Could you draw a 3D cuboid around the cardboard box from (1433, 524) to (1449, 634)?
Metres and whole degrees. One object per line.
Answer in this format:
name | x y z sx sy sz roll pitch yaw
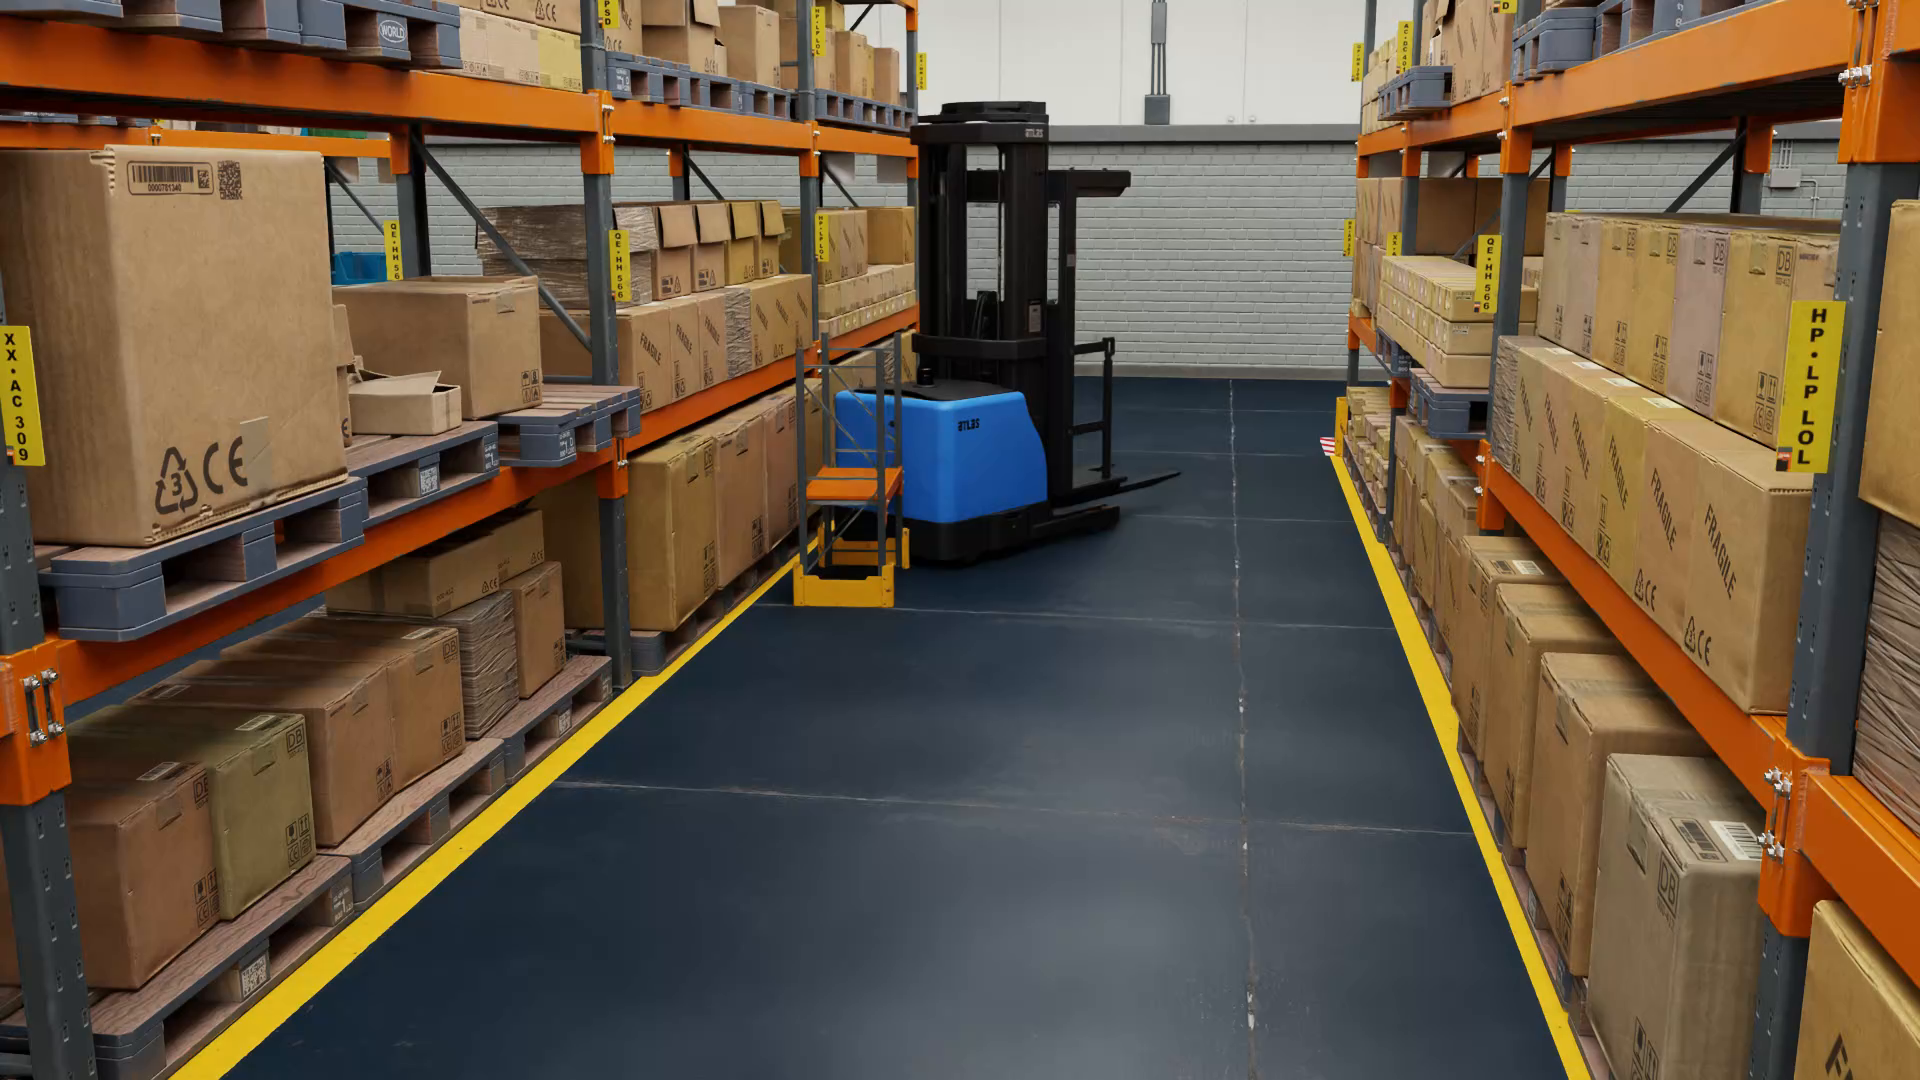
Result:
cardboard box | 2.694 0.185 8.453 0.500 0.500 0.500 2 12 11

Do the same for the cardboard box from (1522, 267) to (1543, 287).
cardboard box | 3.313 -1.423 9.165 0.380 0.149 0.250 1 12 6

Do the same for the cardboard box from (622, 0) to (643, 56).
cardboard box | -2.049 -2.793 8.977 0.500 0.500 0.500 3 12 12

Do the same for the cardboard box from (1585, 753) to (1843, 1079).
cardboard box | 2.159 1.016 4.000 1.050 0.750 0.750 2 12 8

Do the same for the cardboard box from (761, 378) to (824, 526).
cardboard box | -1.581 -0.626 11.323 1.225 0.875 0.875 2 12 9

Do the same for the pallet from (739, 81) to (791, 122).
pallet | -1.594 -2.773 10.576 0.805 0.209 1.217 1 12 6

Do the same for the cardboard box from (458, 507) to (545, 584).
cardboard box | -2.191 0.020 7.388 0.500 0.250 0.500 2 12 11

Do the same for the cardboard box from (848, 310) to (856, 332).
cardboard box | -1.009 -1.685 12.790 0.380 0.149 0.250 2 12 7

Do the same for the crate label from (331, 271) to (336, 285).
crate label | -6.144 -2.493 16.196 0.416 0.233 0.303 2 12 9

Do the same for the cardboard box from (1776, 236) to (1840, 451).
cardboard box | 2.223 -0.387 3.559 0.700 0.500 0.500 2 12 8

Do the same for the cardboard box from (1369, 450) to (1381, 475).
cardboard box | 3.171 -0.557 12.023 0.380 0.149 0.250 1 12 7

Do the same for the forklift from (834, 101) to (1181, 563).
forklift | 0.488 -1.539 11.679 1.130 2.935 3.031 10 16 39

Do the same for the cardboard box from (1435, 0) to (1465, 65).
cardboard box | 3.016 -2.816 9.078 0.797 0.503 0.637 2 12 8

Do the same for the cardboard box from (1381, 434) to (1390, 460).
cardboard box | 3.181 -0.651 11.751 0.380 0.149 0.250 2 12 9

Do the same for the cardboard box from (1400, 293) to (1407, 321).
cardboard box | 2.671 -1.299 9.293 0.380 0.149 0.250 2 12 8

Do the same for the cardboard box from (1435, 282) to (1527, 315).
cardboard box | 2.431 -1.121 7.762 0.380 0.149 0.250 2 12 8

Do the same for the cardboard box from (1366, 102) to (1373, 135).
cardboard box | 3.591 -3.442 13.582 0.500 0.250 0.500 2 12 10

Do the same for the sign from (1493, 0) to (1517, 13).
sign | 2.232 -2.316 6.771 0.100 0.325 0.005 2 12 9

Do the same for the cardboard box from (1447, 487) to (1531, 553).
cardboard box | 2.614 -0.079 7.898 0.500 0.250 0.500 2 12 7

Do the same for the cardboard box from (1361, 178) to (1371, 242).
cardboard box | 3.494 -2.629 13.257 0.500 0.500 0.500 2 12 7

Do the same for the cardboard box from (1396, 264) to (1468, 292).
cardboard box | 2.710 -1.501 9.524 0.380 0.149 0.250 2 12 8

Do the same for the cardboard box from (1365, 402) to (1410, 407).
cardboard box | 3.485 -1.027 13.497 0.380 0.149 0.250 2 12 11

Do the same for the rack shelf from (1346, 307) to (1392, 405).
rack shelf | 3.691 -1.476 12.929 1.077 0.370 4.000 2 12 9

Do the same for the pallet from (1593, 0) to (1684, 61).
pallet | 2.552 -1.584 5.051 1.003 0.211 1.213 2 12 11

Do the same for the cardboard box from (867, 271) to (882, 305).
cardboard box | -0.932 -2.068 13.620 0.500 0.250 0.500 2 12 9

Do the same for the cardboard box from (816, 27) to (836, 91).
cardboard box | -1.354 -3.639 12.667 0.700 0.500 0.500 3 12 12

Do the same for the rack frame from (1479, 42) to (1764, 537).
rack frame | 2.768 -0.579 7.058 1.000 3.000 0.127 2 12 9

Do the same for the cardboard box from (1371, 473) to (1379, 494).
cardboard box | 3.206 -0.424 12.111 0.380 0.149 0.250 1 12 7

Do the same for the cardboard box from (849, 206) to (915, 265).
cardboard box | -0.702 -2.754 15.024 0.500 0.500 0.500 2 12 9

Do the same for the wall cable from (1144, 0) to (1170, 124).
wall cable | 3.388 -7.996 19.601 2.277 5.999 0.120 2 12 9

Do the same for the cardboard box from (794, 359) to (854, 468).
cardboard box | -1.322 -0.894 12.570 0.875 0.875 0.875 2 12 9

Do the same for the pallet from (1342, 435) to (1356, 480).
pallet | 3.827 -0.697 14.226 1.003 0.211 1.213 2 12 9

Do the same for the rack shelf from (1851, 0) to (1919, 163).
rack shelf | 1.845 -0.444 1.022 1.077 0.370 4.000 2 12 9

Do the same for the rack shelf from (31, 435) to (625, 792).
rack shelf | -2.425 0.008 6.045 1.077 0.370 4.000 2 12 9

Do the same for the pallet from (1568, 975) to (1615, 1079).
pallet | 2.197 1.454 4.245 1.003 0.211 1.213 2 12 9

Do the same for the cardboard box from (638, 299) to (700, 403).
cardboard box | -1.697 -1.009 8.818 0.500 0.500 0.500 2 12 7

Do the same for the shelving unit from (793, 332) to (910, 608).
shelving unit | -0.649 -0.457 10.053 0.587 1.500 1.083 1 12 3

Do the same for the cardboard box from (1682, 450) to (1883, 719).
cardboard box | 1.969 0.088 3.728 0.500 0.500 0.500 2 12 8

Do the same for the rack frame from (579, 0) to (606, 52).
rack frame | -2.117 -3.693 7.269 1.000 3.000 0.127 2 12 9

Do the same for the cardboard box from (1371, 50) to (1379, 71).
cardboard box | 3.515 -3.859 13.382 0.380 0.149 0.250 2 12 9

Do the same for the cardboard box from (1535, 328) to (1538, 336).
cardboard box | 3.280 -1.078 8.974 0.380 0.149 0.250 1 12 7

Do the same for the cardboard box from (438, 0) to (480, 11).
cardboard box | -2.103 -2.203 6.051 0.500 0.500 0.500 2 12 10

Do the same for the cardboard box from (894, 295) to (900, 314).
cardboard box | -0.734 -2.059 14.526 0.380 0.149 0.250 2 12 10

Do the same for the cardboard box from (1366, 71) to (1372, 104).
cardboard box | 3.595 -3.690 13.543 0.500 0.250 0.500 2 12 8

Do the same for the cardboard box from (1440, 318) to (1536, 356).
cardboard box | 2.394 -0.924 7.554 0.380 0.149 0.250 2 12 10

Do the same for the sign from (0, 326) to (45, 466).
sign | -2.195 -0.335 3.872 0.100 0.325 0.005 2 12 9

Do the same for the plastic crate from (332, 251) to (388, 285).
plastic crate | -5.648 -2.557 16.012 0.616 0.435 0.499 2 12 9

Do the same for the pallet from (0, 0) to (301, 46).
pallet | -2.532 -1.427 4.322 1.213 0.211 1.003 2 12 9

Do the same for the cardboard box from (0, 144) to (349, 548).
cardboard box | -2.472 -0.587 4.676 1.000 1.000 1.000 2 12 9

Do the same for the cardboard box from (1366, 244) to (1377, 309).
cardboard box | 3.439 -2.034 12.866 0.500 0.500 0.500 2 12 7

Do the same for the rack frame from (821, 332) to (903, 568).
rack frame | -0.618 -0.562 10.540 0.500 1.500 0.032 1 12 3

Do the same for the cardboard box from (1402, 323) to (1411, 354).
cardboard box | 2.631 -1.102 9.088 0.380 0.149 0.250 1 12 6
